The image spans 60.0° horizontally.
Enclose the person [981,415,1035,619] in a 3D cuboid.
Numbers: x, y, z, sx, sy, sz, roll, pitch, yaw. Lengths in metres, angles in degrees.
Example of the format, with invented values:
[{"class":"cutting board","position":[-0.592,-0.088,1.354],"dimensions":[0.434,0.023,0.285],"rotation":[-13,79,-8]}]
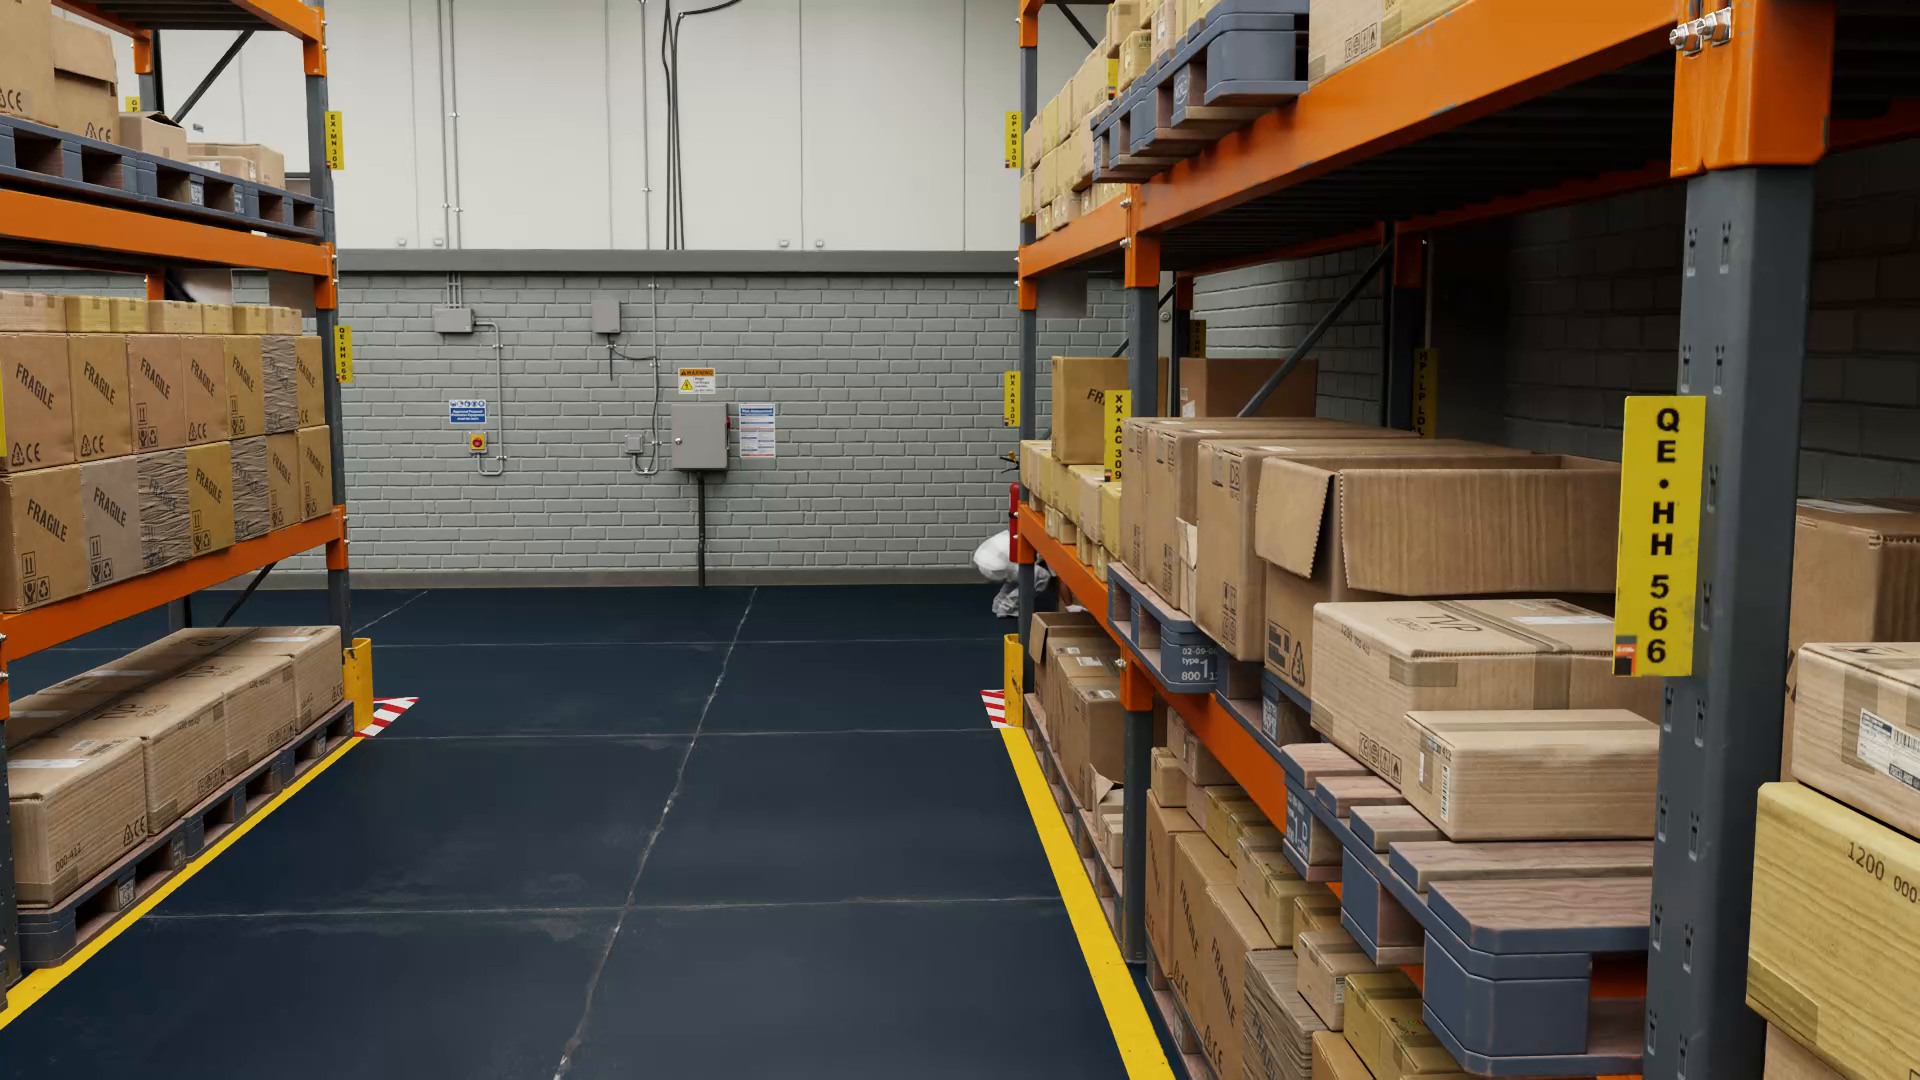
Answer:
[{"class":"person","position":[0.409,-0.255,13.848],"dimensions":[0.447,1.773,0.606],"rotation":[-1,7,-10]}]
